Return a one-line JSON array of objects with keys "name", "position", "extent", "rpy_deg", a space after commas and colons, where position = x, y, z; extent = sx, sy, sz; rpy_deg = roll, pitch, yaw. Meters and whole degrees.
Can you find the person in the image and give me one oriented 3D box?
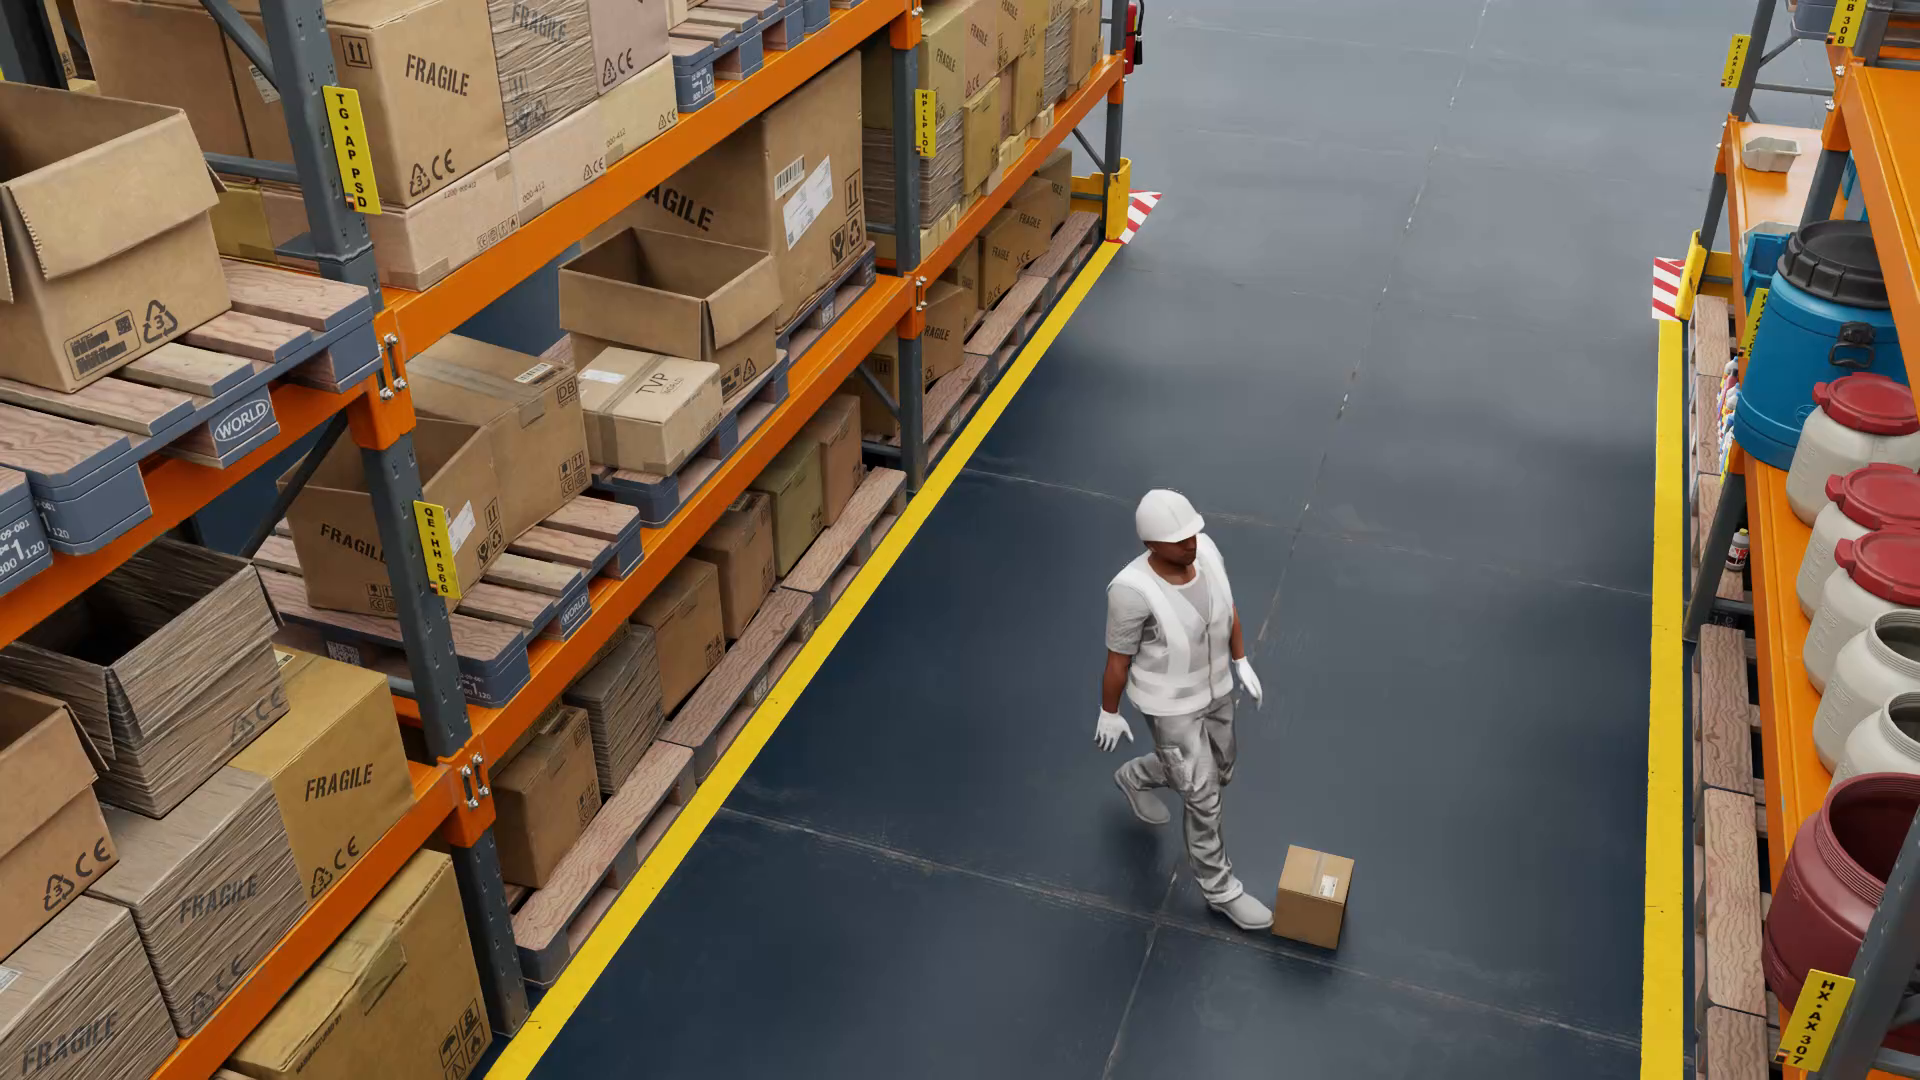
[{"name": "person", "position": [0.915, 0.614, 6.234], "extent": [0.620, 1.717, 0.922], "rpy_deg": [-27, 41, -35]}]
